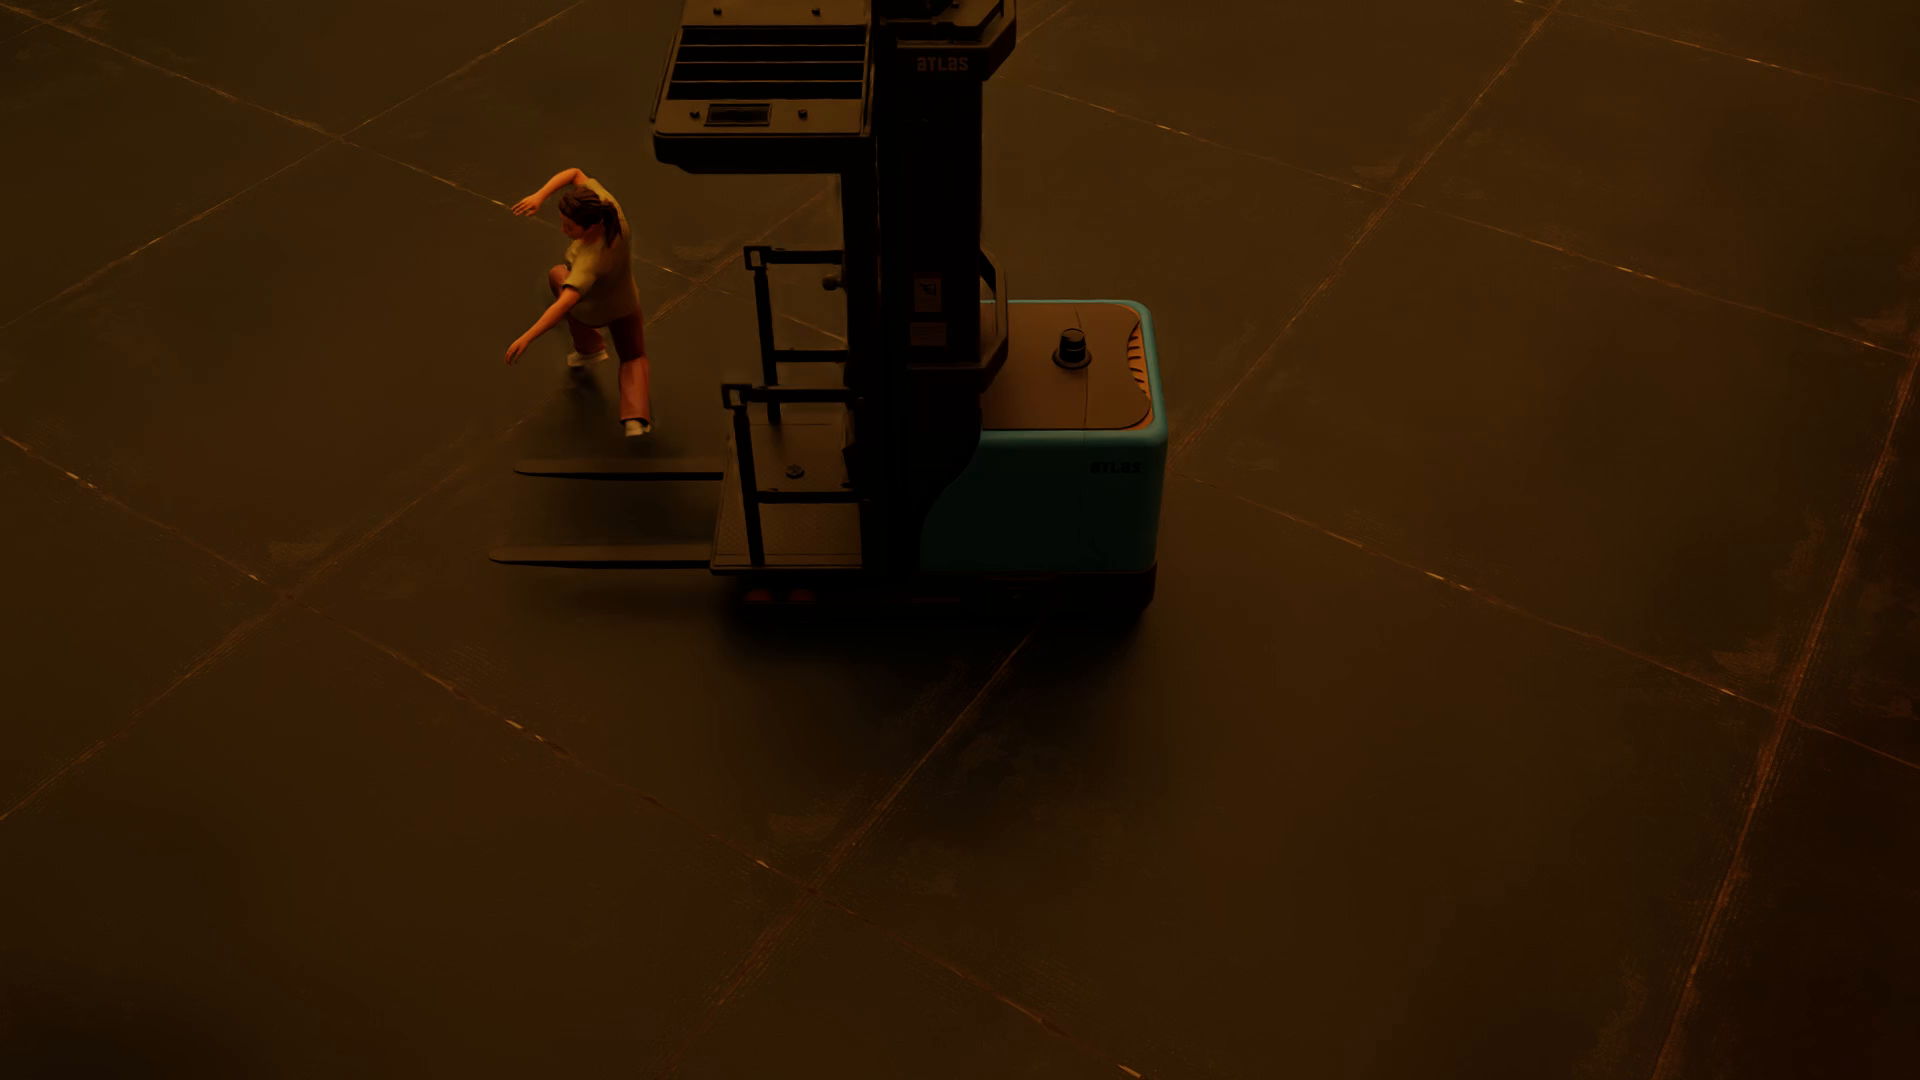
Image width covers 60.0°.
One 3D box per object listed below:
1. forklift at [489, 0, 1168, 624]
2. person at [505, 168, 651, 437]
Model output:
[{"bbox_3d":[-0.632,-1.048,6.954,3.031,2.935,1.130,0,43,0],"label":"forklift"},{"bbox_3d":[-1.964,-1.130,8.123,0.866,1.379,0.944,-28,50,-26],"label":"person"}]
